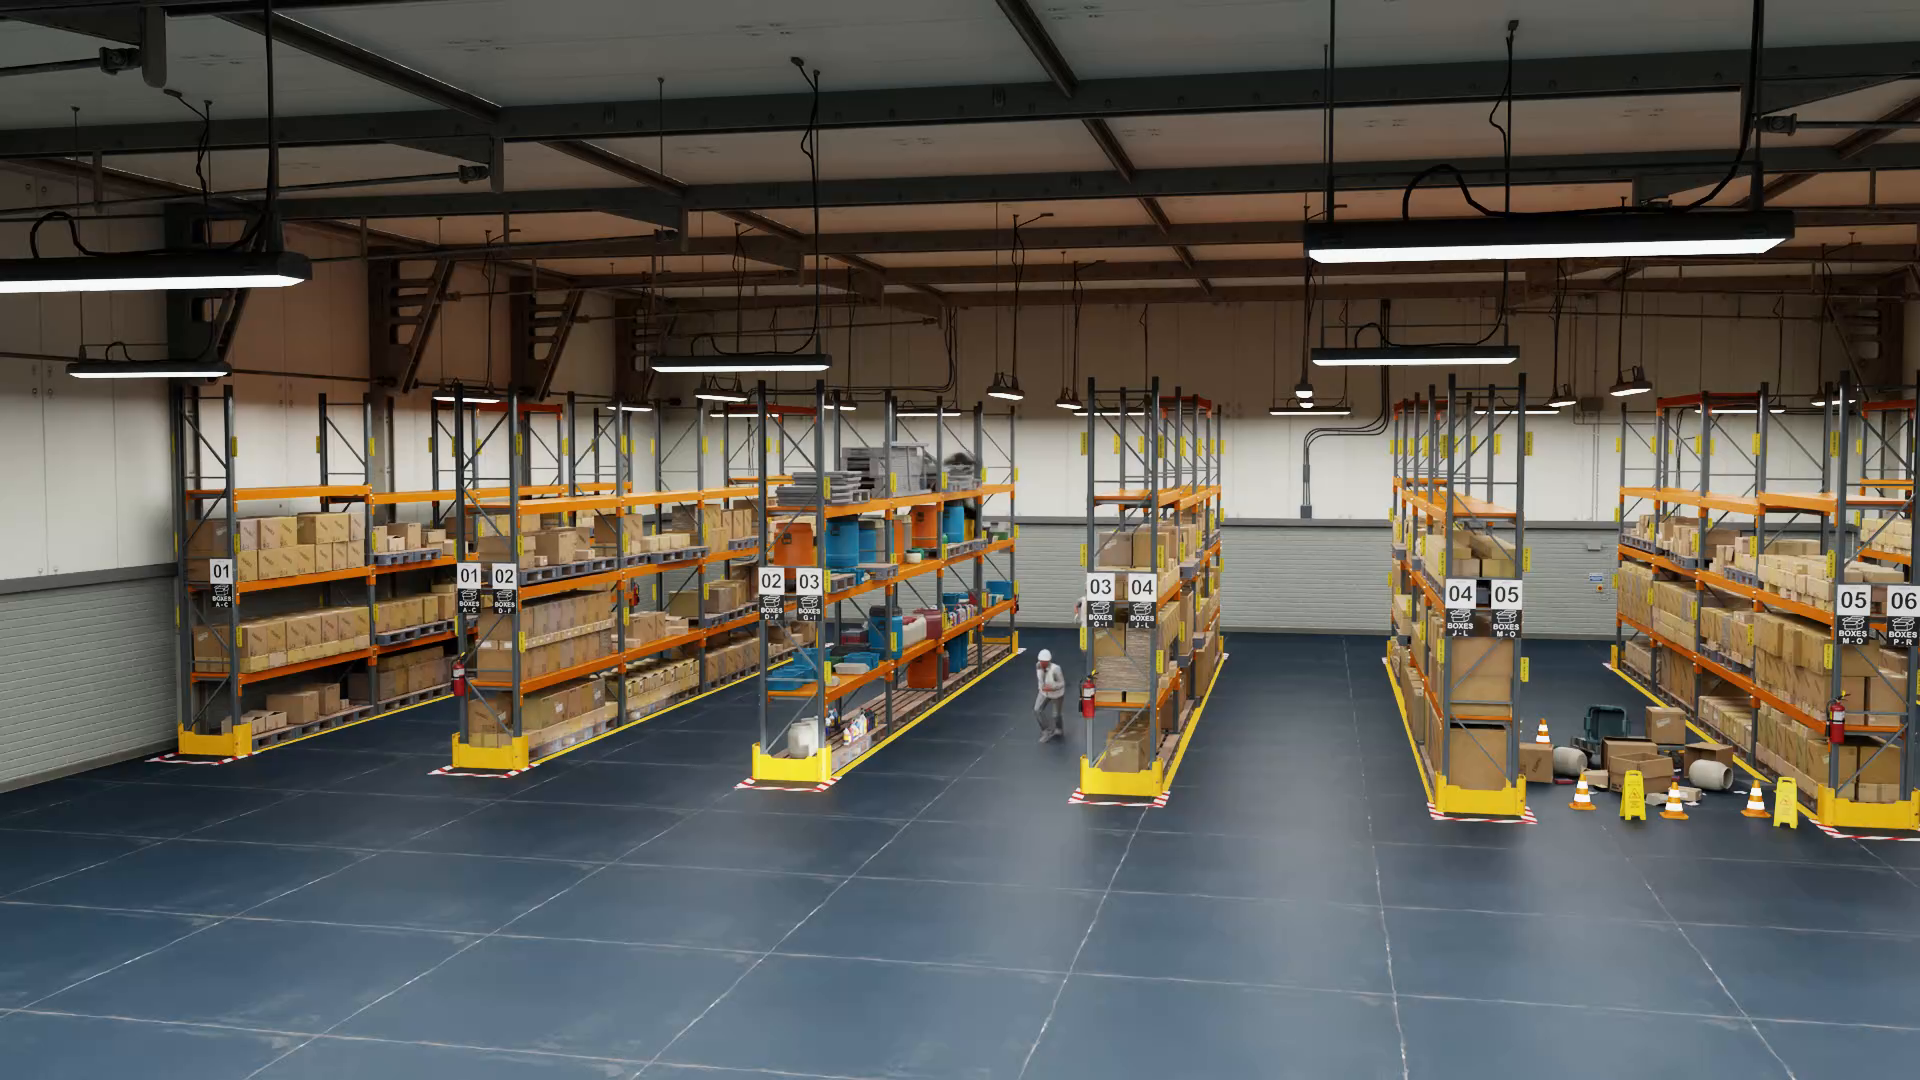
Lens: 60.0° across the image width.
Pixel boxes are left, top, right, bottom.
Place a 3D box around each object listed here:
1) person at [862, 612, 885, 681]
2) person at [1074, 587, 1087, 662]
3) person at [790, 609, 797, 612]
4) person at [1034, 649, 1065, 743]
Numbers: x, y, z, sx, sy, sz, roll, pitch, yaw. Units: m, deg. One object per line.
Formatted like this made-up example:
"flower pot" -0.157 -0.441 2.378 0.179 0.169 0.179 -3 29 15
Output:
"person" -1.821 2.261 35.708 0.582 1.536 0.753 -1 3 -20
"person" 2.995 1.941 38.730 0.649 1.783 0.702 0 3 0
"person" -4.095 1.719 42.894 0.686 1.734 0.661 2 4 34
"person" 1.560 2.607 28.187 0.673 1.593 1.096 2 4 28
